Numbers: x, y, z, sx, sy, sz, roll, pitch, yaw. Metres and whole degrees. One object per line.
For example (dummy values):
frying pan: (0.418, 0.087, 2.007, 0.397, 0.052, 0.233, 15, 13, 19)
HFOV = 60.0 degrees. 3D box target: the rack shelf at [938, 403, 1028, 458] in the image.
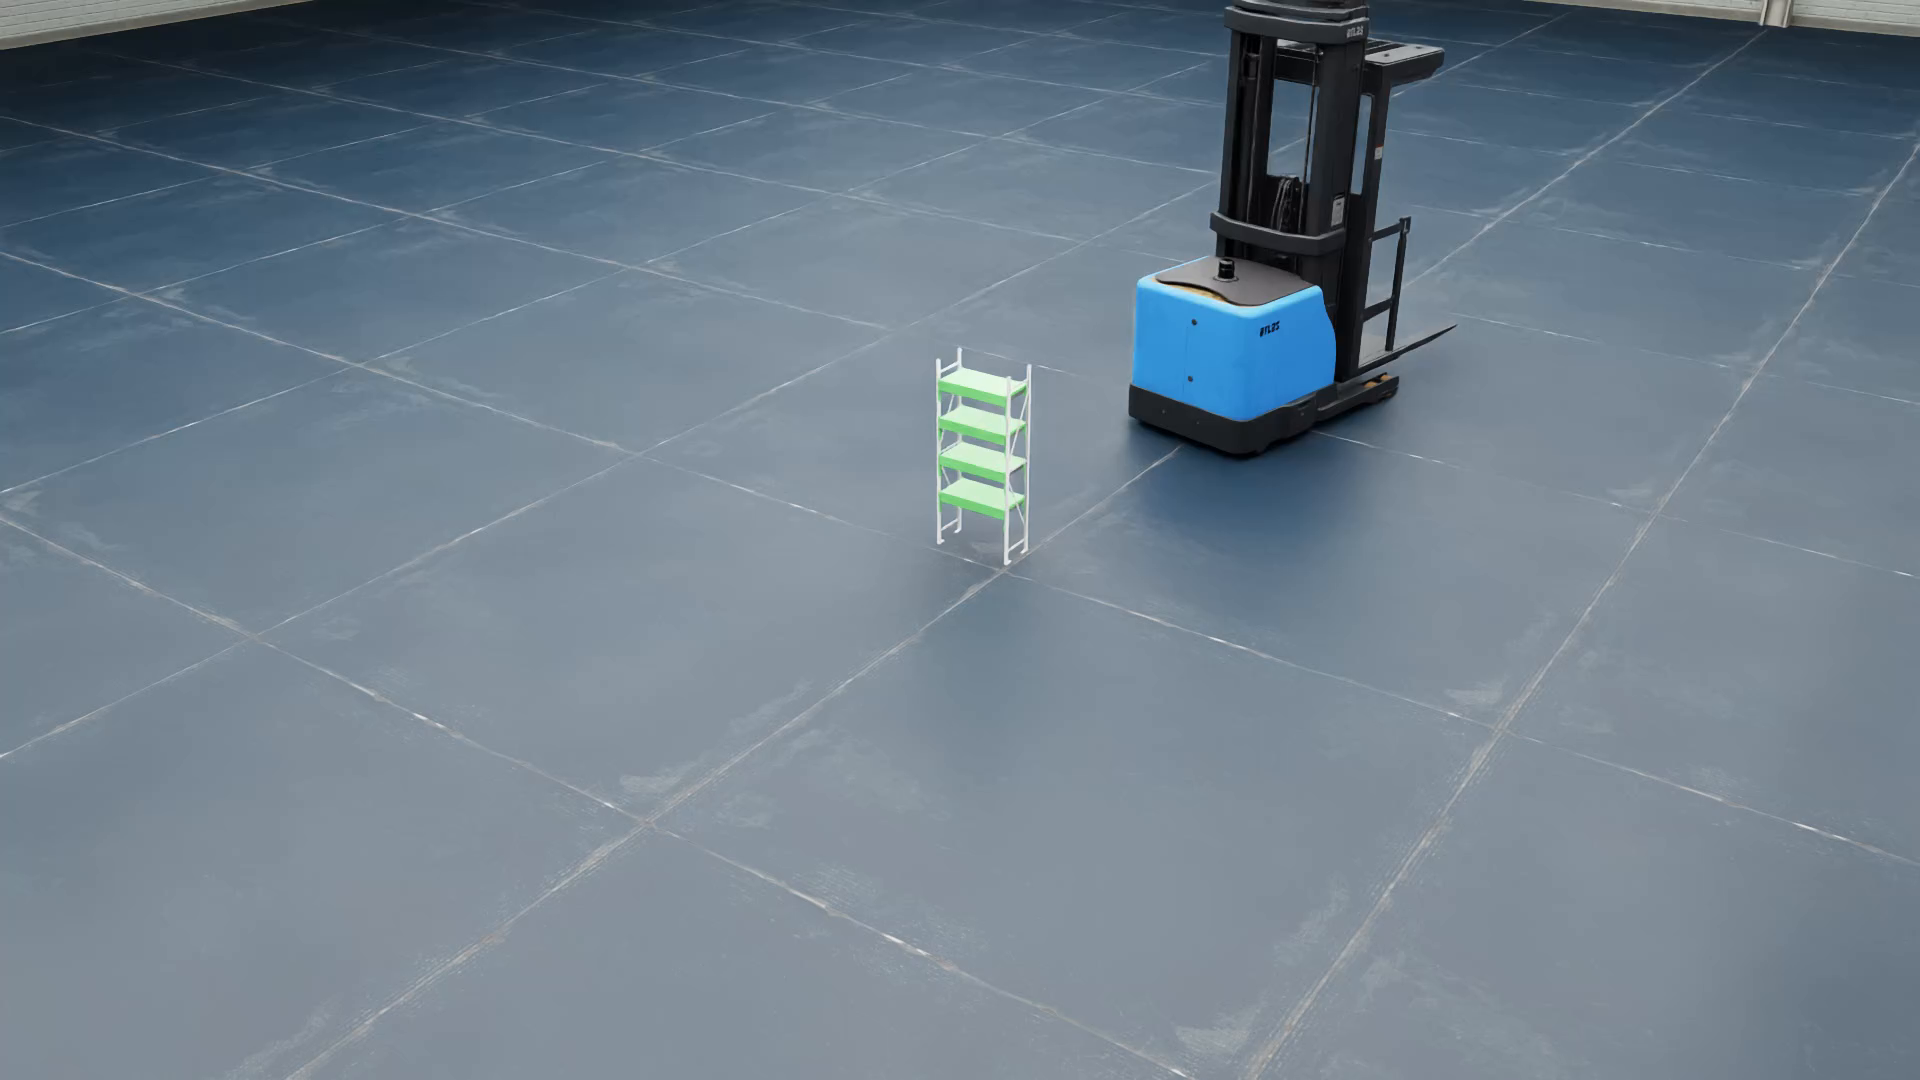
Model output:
rack shelf: (0.136, -0.649, 9.814, 0.480, 0.148, 0.258, 17, 32, 30)

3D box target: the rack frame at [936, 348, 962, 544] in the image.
rack frame: (-0.065, -0.555, 10.017, 0.015, 1.200, 0.240, 17, 32, 30)

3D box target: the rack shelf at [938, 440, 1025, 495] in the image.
rack shelf: (0.136, -0.435, 9.923, 0.480, 0.148, 0.258, 17, 32, 30)

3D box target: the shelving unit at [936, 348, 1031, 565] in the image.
shelving unit: (0.136, -0.492, 9.894, 0.503, 1.200, 0.258, 17, 32, 30)

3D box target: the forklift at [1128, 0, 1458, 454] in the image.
forklift: (2.609, -2.451, 11.835, 3.031, 2.935, 1.130, -24, 35, -38)

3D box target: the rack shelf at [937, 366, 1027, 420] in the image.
rack shelf: (0.136, -0.863, 9.706, 0.480, 0.148, 0.258, 17, 32, 30)

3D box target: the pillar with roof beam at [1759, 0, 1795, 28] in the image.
pillar with roof beam: (10.382, -10.508, 20.977, 0.400, 9.000, 9.100, 17, 32, 30)

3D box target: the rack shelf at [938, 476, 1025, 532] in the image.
rack shelf: (0.136, -0.221, 10.032, 0.480, 0.148, 0.258, 17, 32, 30)

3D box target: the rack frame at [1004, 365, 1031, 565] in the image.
rack frame: (0.338, -0.430, 9.771, 0.015, 1.200, 0.240, 17, 32, 30)
